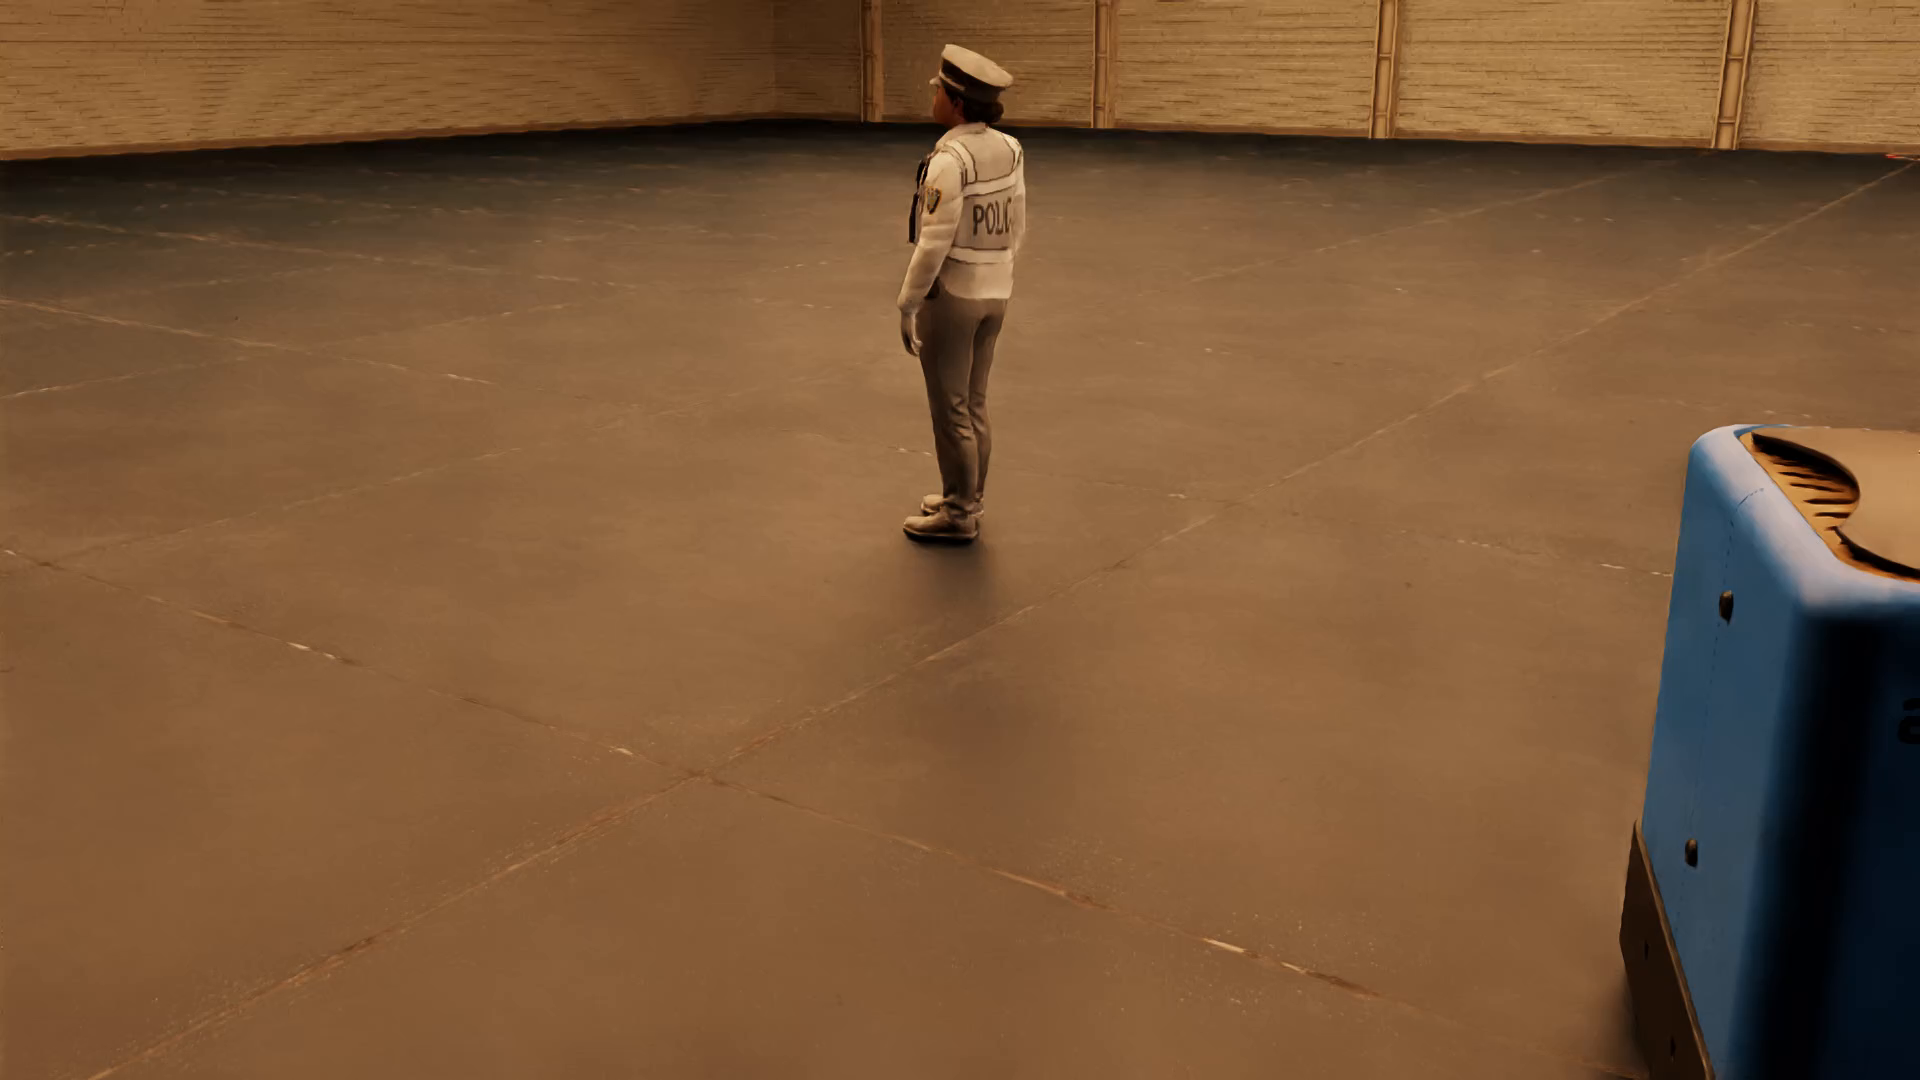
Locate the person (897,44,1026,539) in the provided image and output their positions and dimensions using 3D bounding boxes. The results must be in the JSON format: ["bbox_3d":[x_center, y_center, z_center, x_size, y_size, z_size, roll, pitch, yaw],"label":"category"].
[{"bbox_3d":[-0.052,-0.832,5.746,0.533,1.695,0.586,11,20,33],"label":"person"}]

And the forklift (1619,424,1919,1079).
[{"bbox_3d":[2.611,-0.348,1.997,3.031,2.935,1.130,4,17,14],"label":"forklift"}]
